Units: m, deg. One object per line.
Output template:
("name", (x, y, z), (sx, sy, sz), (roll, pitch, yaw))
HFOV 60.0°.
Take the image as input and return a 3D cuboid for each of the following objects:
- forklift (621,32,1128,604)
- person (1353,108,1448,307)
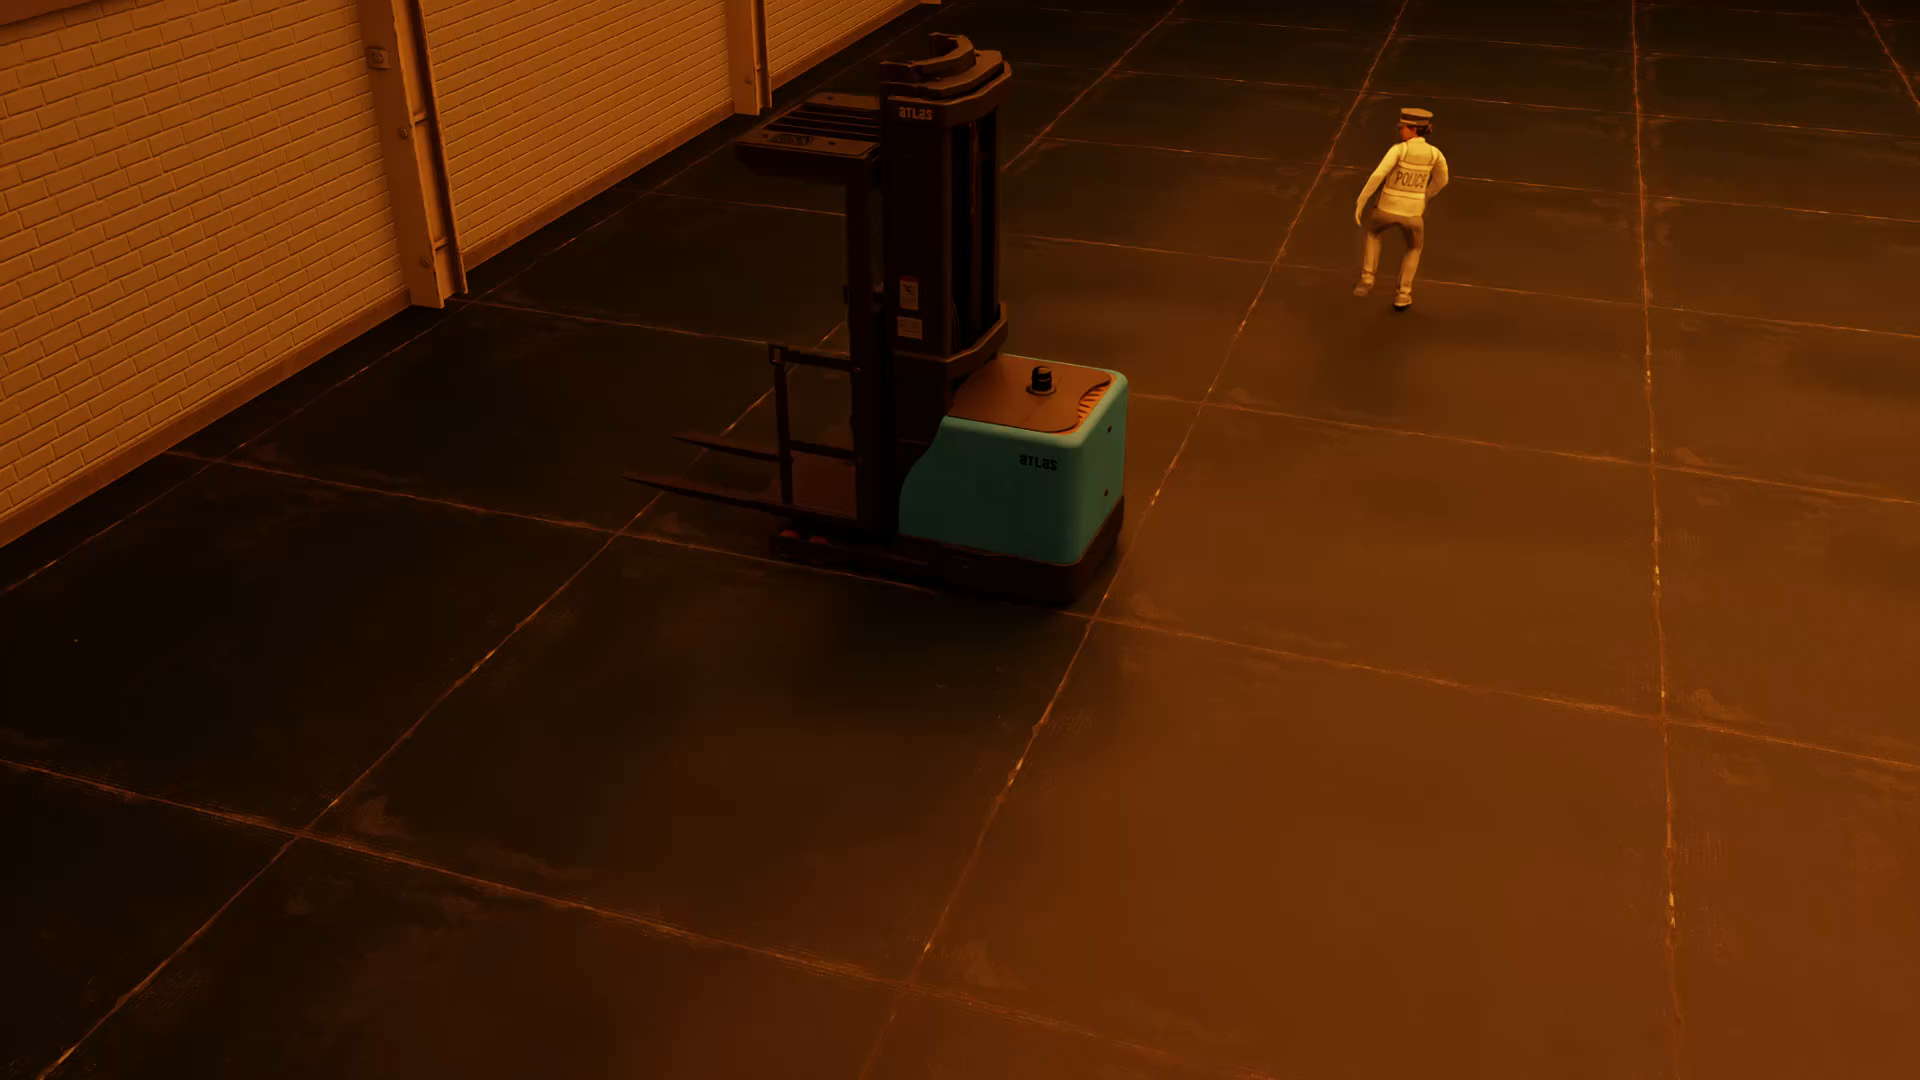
("forklift", (-0.584, -1.361, 9.524), (3.031, 2.935, 1.130), (11, 31, 18))
("person", (3.452, -2.604, 13.078), (0.698, 1.580, 0.621), (5, 30, 9))
